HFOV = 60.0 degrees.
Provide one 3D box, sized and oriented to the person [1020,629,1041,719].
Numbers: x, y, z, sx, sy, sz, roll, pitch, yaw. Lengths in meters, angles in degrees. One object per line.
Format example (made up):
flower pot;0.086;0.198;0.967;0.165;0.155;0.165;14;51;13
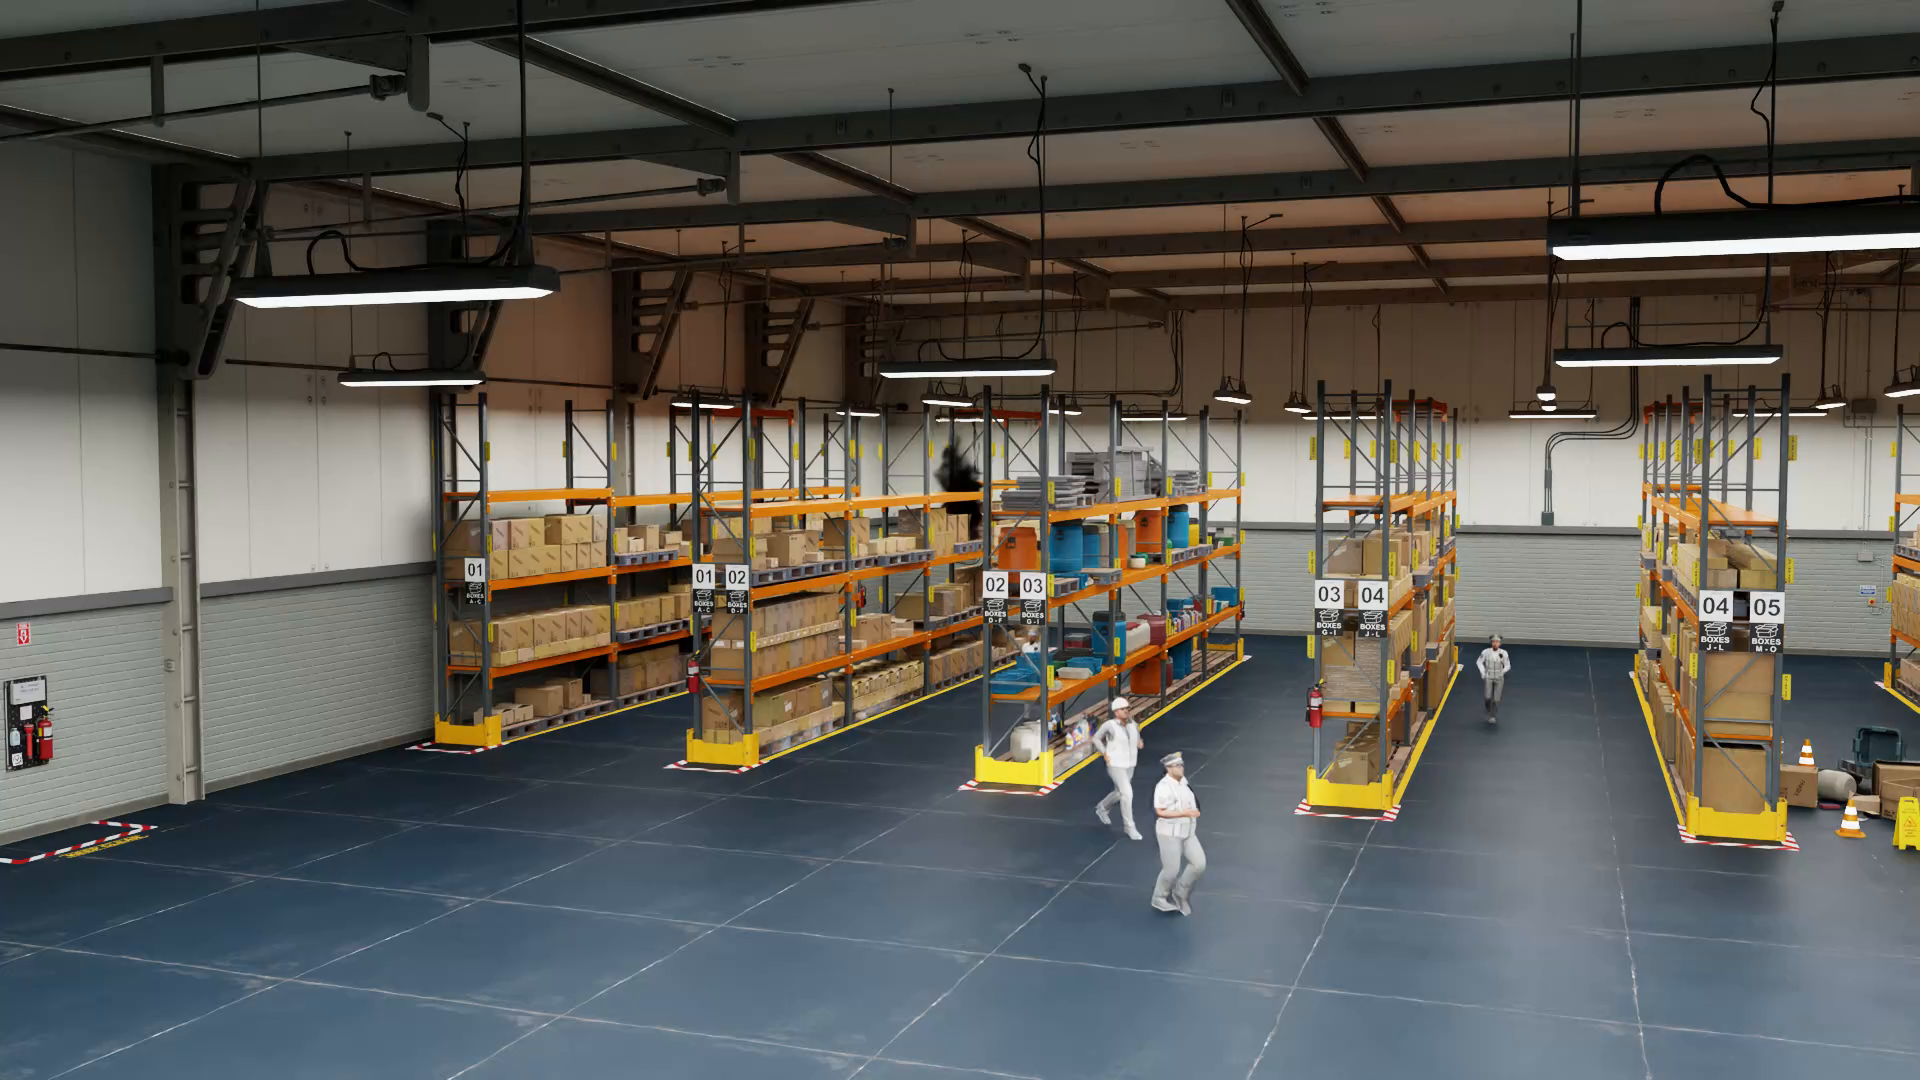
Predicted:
person;1.353;2.496;31.305;0.588;1.669;0.834;1;3;18

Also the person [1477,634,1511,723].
person;9.775;2.542;30.455;0.589;1.653;0.576;1;3;16

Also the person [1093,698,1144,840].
person;2.108;2.953;21.781;0.643;1.798;0.894;-2;4;-39

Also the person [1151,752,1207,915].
person;2.373;3.176;17.898;0.643;1.810;0.676;-3;4;-44
